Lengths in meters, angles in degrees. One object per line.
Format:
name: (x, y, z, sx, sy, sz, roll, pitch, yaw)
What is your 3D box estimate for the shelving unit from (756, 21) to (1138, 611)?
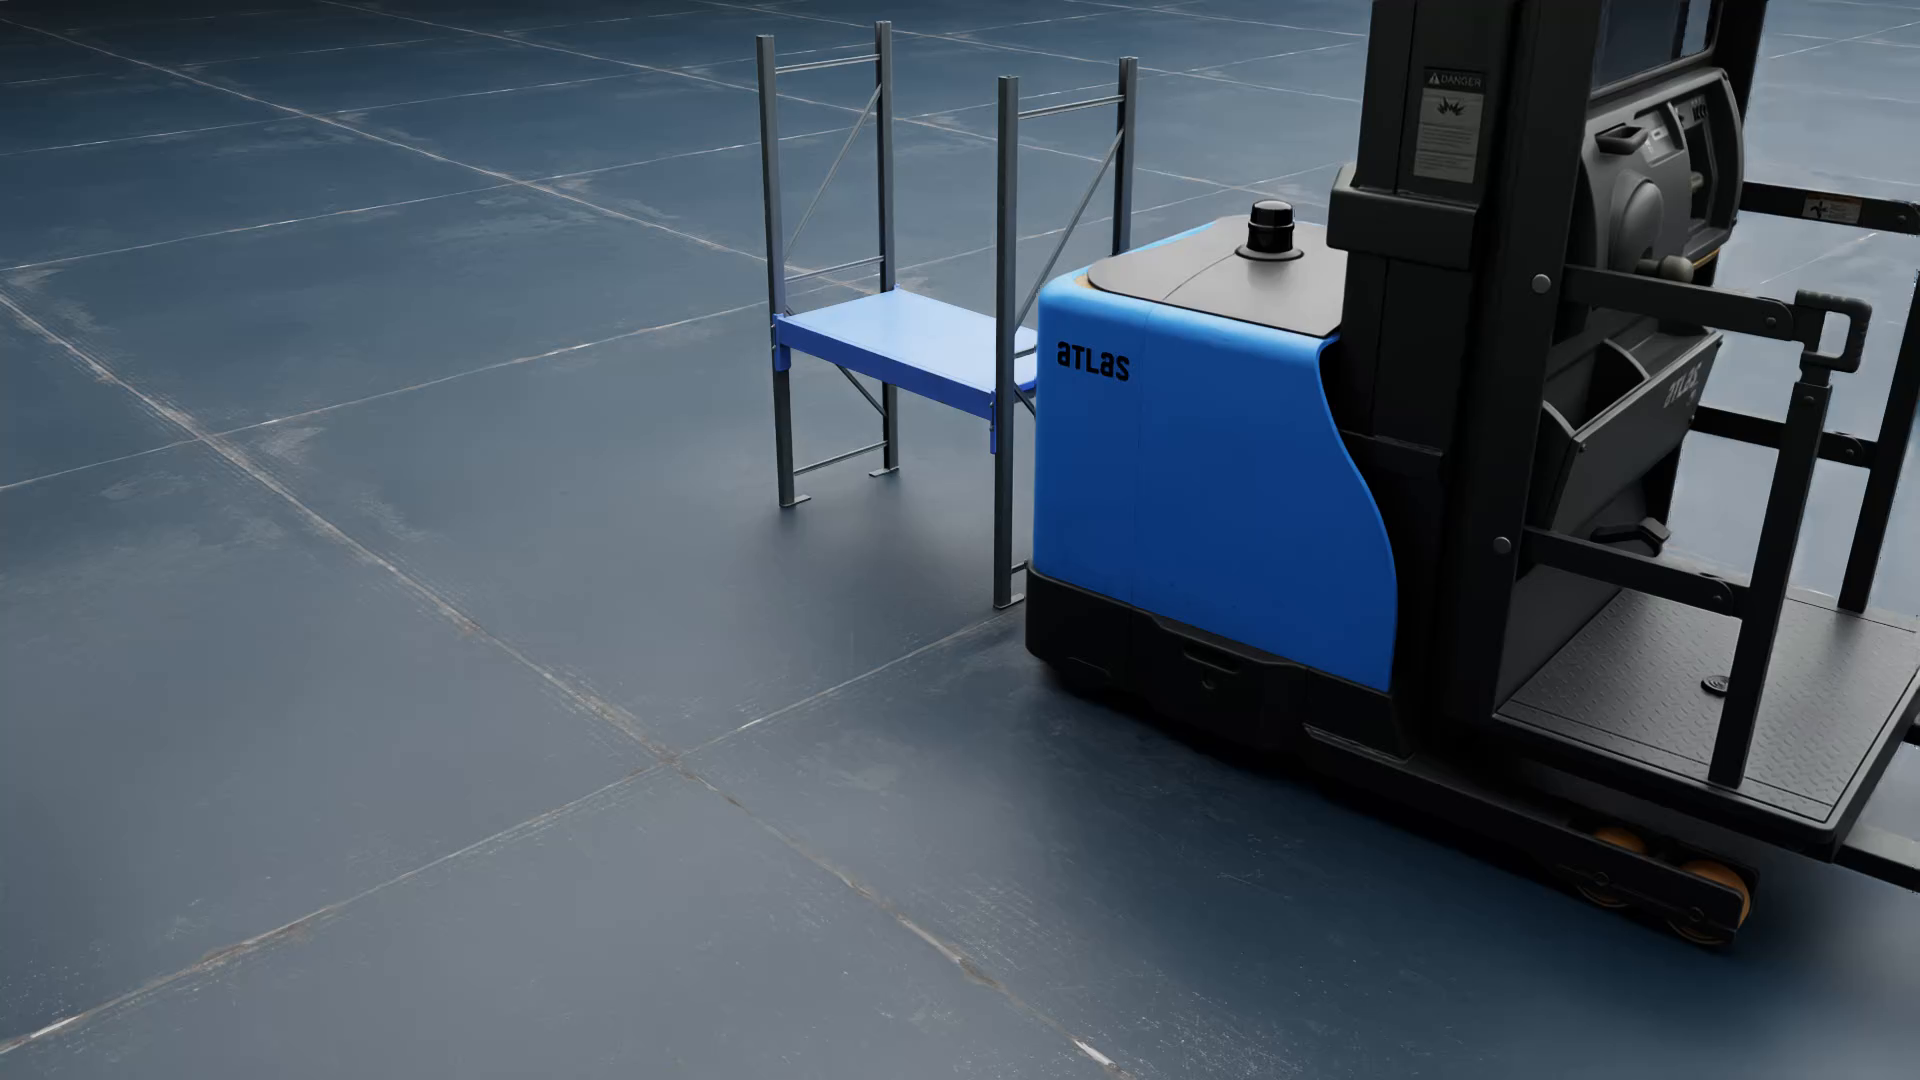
shelving unit: (-0.058, -0.708, 4.995, 0.538, 1.500, 1.048, -21, 32, -38)

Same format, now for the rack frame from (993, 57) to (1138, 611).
rack frame: (0.289, -0.554, 4.658, 0.500, 1.500, 0.032, -21, 32, -38)

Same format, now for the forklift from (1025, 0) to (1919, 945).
forklift: (1.636, -0.751, 3.364, 3.031, 2.935, 1.130, 19, 31, 35)

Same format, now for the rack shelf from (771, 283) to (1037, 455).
rack shelf: (-0.058, -0.545, 5.070, 0.538, 0.185, 1.000, -21, 32, -38)

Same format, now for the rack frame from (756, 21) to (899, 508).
rack frame: (-0.406, -0.862, 5.333, 0.500, 1.500, 0.032, -21, 32, -38)
